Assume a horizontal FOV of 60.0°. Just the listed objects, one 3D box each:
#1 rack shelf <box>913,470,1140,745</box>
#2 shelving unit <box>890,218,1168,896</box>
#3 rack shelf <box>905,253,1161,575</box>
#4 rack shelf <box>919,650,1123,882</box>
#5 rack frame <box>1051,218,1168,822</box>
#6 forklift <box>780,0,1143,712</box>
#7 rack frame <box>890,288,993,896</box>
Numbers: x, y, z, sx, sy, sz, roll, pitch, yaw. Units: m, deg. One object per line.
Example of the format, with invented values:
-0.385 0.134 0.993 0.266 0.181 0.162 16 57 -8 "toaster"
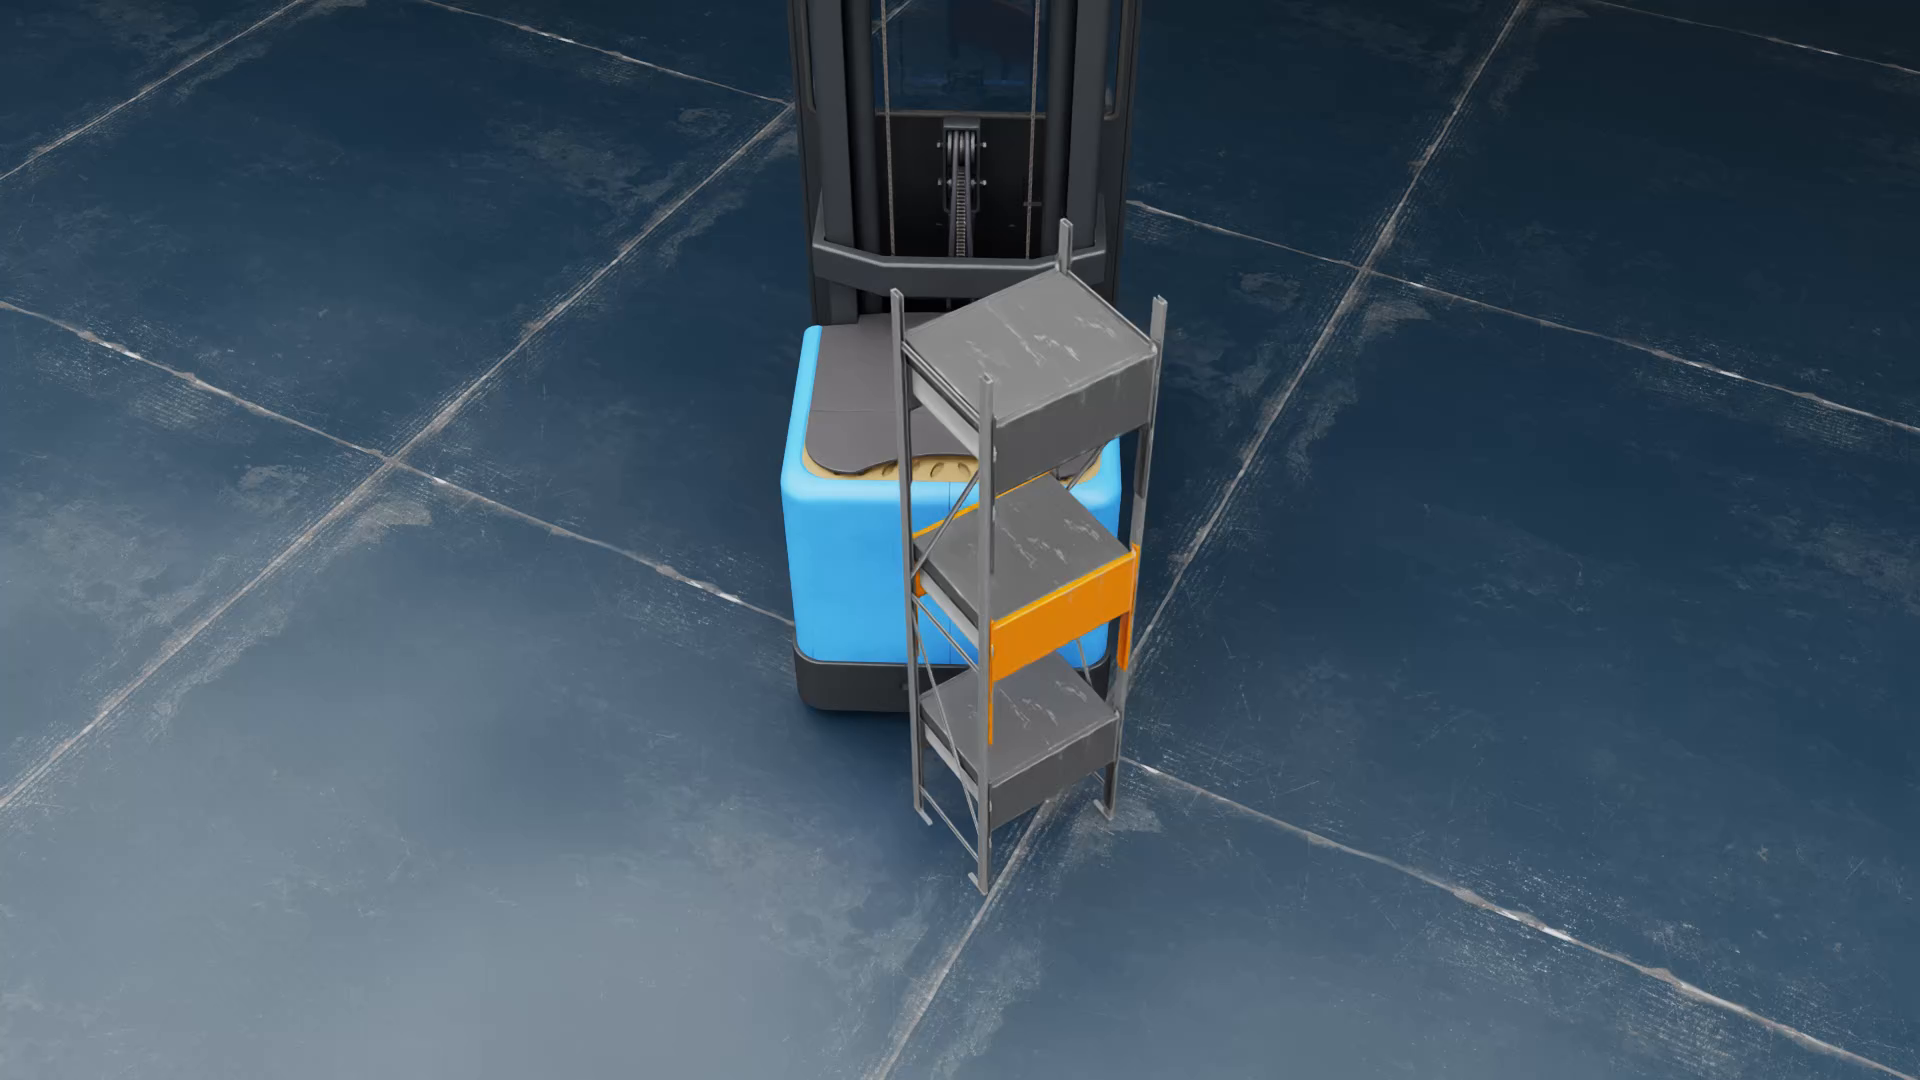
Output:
0.165 0.169 4.616 0.480 0.518 0.431 -26 52 -22 "rack shelf"
0.165 0.160 4.606 0.503 2.100 0.431 -26 52 -22 "shelving unit"
0.160 -0.313 4.109 0.480 0.518 0.431 -26 52 -22 "rack shelf"
0.170 0.652 5.123 0.480 0.518 0.431 -26 52 -22 "rack shelf"
0.367 0.060 4.699 0.015 2.100 0.400 -26 52 -22 "rack frame"
0.022 -1.474 5.646 1.130 2.935 3.031 1 45 1 "forklift"
-0.038 0.259 4.513 0.015 2.100 0.400 -26 52 -22 "rack frame"
